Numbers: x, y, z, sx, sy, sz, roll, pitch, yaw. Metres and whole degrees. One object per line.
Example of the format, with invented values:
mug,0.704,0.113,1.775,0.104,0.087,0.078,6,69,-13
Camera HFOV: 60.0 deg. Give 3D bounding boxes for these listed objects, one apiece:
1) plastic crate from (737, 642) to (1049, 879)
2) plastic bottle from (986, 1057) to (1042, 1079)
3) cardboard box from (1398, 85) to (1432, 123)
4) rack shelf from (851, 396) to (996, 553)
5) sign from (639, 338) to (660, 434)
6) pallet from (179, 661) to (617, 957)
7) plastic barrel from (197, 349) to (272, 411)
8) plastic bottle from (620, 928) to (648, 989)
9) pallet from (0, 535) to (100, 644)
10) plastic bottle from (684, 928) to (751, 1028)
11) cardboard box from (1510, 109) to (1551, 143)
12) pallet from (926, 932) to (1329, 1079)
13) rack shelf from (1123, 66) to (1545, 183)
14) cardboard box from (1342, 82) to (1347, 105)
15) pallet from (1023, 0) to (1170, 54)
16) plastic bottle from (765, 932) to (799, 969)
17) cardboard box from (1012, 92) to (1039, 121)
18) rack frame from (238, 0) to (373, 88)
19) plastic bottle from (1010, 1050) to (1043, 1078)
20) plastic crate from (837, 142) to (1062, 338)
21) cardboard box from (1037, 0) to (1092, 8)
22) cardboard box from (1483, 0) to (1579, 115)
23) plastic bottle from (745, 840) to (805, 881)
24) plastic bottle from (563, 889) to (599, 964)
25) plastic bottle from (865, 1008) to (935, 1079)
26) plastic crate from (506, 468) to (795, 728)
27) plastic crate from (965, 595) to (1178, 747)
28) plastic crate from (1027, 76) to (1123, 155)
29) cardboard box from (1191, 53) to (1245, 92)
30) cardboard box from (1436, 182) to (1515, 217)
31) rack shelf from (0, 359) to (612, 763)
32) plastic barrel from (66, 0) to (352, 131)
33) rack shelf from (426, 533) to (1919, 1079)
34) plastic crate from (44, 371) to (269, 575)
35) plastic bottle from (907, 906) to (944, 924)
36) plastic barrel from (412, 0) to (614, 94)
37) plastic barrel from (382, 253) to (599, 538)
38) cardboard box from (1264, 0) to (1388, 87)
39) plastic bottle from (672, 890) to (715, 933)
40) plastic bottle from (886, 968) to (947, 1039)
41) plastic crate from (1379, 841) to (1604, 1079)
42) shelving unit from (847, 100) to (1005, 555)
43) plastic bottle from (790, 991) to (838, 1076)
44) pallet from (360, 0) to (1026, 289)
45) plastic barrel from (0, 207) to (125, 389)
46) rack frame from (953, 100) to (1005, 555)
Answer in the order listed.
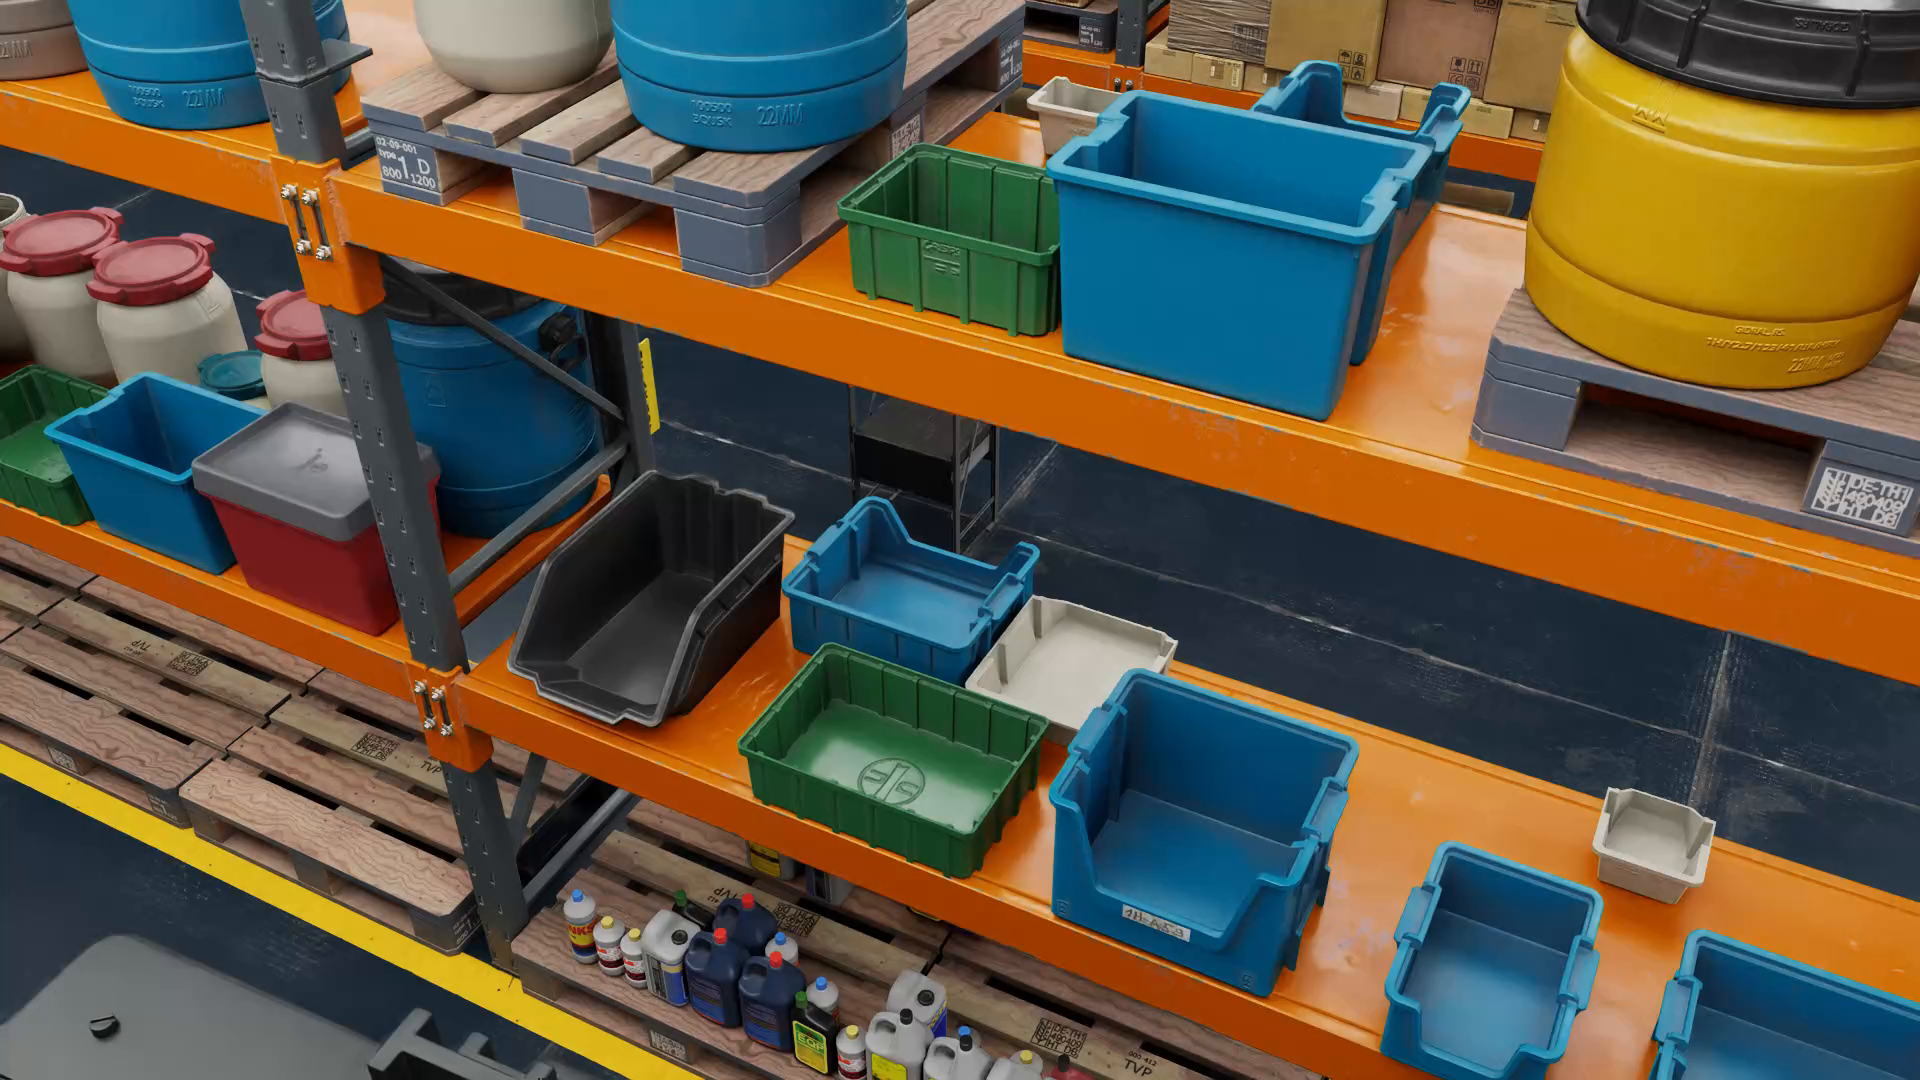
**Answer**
plastic crate,-0.165,0.555,4.214,0.662,0.188,0.450,17,41,21
plastic bottle,0.145,1.564,4.597,0.135,0.276,0.152,16,40,20
cardboard box,2.212,-2.062,7.694,0.250,0.149,0.380,17,41,21
rack shelf,-0.147,-0.314,7.107,0.480,0.518,0.431,17,41,21
sign,-0.977,-0.461,5.148,0.005,0.325,0.100,17,41,21
pallet,-1.955,0.854,5.950,1.213,0.211,1.003,17,41,21
plastic barrel,-2.345,-0.454,5.482,0.301,0.262,0.301,0,37,0
plastic bottle,-0.978,1.261,5.058,0.097,0.201,0.097,0,37,0
pallet,-4.122,0.176,6.844,1.213,0.211,1.003,17,41,21
plastic bottle,-0.714,1.268,4.925,0.185,0.351,0.144,18,41,23
cardboard box,2.671,-1.942,7.535,0.250,0.149,0.380,17,41,21
pallet,0.424,1.599,4.968,1.213,0.211,1.003,17,41,21
rack shelf,2.814,-1.875,7.835,4.000,0.370,1.077,17,41,21
cardboard box,1.767,-2.201,7.877,0.250,0.149,0.380,17,41,21
pallet,0.426,-2.932,8.791,1.213,0.211,1.003,17,41,21
plastic bottle,-0.530,1.275,4.982,0.097,0.271,0.097,0,37,0
cardboard box,0.502,-2.080,9.213,0.500,0.500,0.700,14,39,18
rack frame,-1.240,-2.448,3.033,0.127,3.000,1.000,17,41,21
plastic bottle,0.186,1.522,4.715,0.097,0.201,0.097,0,37,0
plastic crate,0.036,-0.584,3.233,0.450,0.188,0.336,17,41,21
cardboard box,0.397,-3.420,8.432,1.000,1.000,1.000,18,41,22
cardboard box,2.752,-2.314,7.489,0.500,0.500,0.875,17,41,21
plastic bottle,-0.602,0.923,5.381,0.185,0.351,0.144,17,41,21
plastic bottle,-1.159,1.177,5.112,0.097,0.271,0.097,0,37,0
plastic bottle,-0.169,1.439,4.700,0.185,0.351,0.144,17,40,21
plastic crate,-0.834,0.180,4.584,0.504,0.338,0.767,17,41,21
plastic crate,0.318,0.362,4.511,0.437,0.136,0.530,17,41,21
plastic crate,0.371,-0.919,3.717,0.396,0.136,0.243,17,41,21
cardboard box,1.306,-2.320,8.033,0.250,0.149,0.380,17,41,21
cardboard box,2.474,-1.471,8.428,0.500,0.500,0.500,14,39,18
rack shelf,-3.016,-0.328,5.797,4.000,0.370,1.077,17,41,21
plastic barrel,-1.792,-1.478,3.821,0.708,0.901,0.600,17,41,21
rack shelf,0.536,0.784,4.332,4.000,0.370,1.077,17,41,21
plastic crate,-2.363,-0.192,5.036,0.575,0.384,0.392,17,41,21
plastic bottle,-0.103,1.078,5.232,0.133,0.283,0.061,17,41,21
plastic barrel,-0.948,-1.240,3.482,0.421,0.512,0.421,0,37,0
plastic barrel,-1.444,-0.529,5.051,0.708,0.901,0.600,17,41,21
cardboard box,1.837,-2.560,7.813,0.500,0.500,0.875,17,41,21
plastic bottle,-0.811,1.190,5.085,0.133,0.283,0.061,17,41,21
plastic bottle,-0.123,1.382,4.837,0.135,0.276,0.152,17,41,21
plastic crate,1.156,0.950,3.640,0.408,0.251,0.499,17,41,21
shelving unit,-0.147,-0.882,6.676,0.503,2.100,0.431,17,41,21
plastic bottle,-0.419,1.416,4.787,0.133,0.283,0.061,19,41,23
pallet,-0.555,-1.030,3.802,1.003,0.211,1.213,17,41,21
plastic barrel,-3.025,-0.821,5.738,0.433,0.535,0.433,0,37,0
rack frame,0.070,-0.815,6.586,0.015,2.100,0.400,17,41,21
